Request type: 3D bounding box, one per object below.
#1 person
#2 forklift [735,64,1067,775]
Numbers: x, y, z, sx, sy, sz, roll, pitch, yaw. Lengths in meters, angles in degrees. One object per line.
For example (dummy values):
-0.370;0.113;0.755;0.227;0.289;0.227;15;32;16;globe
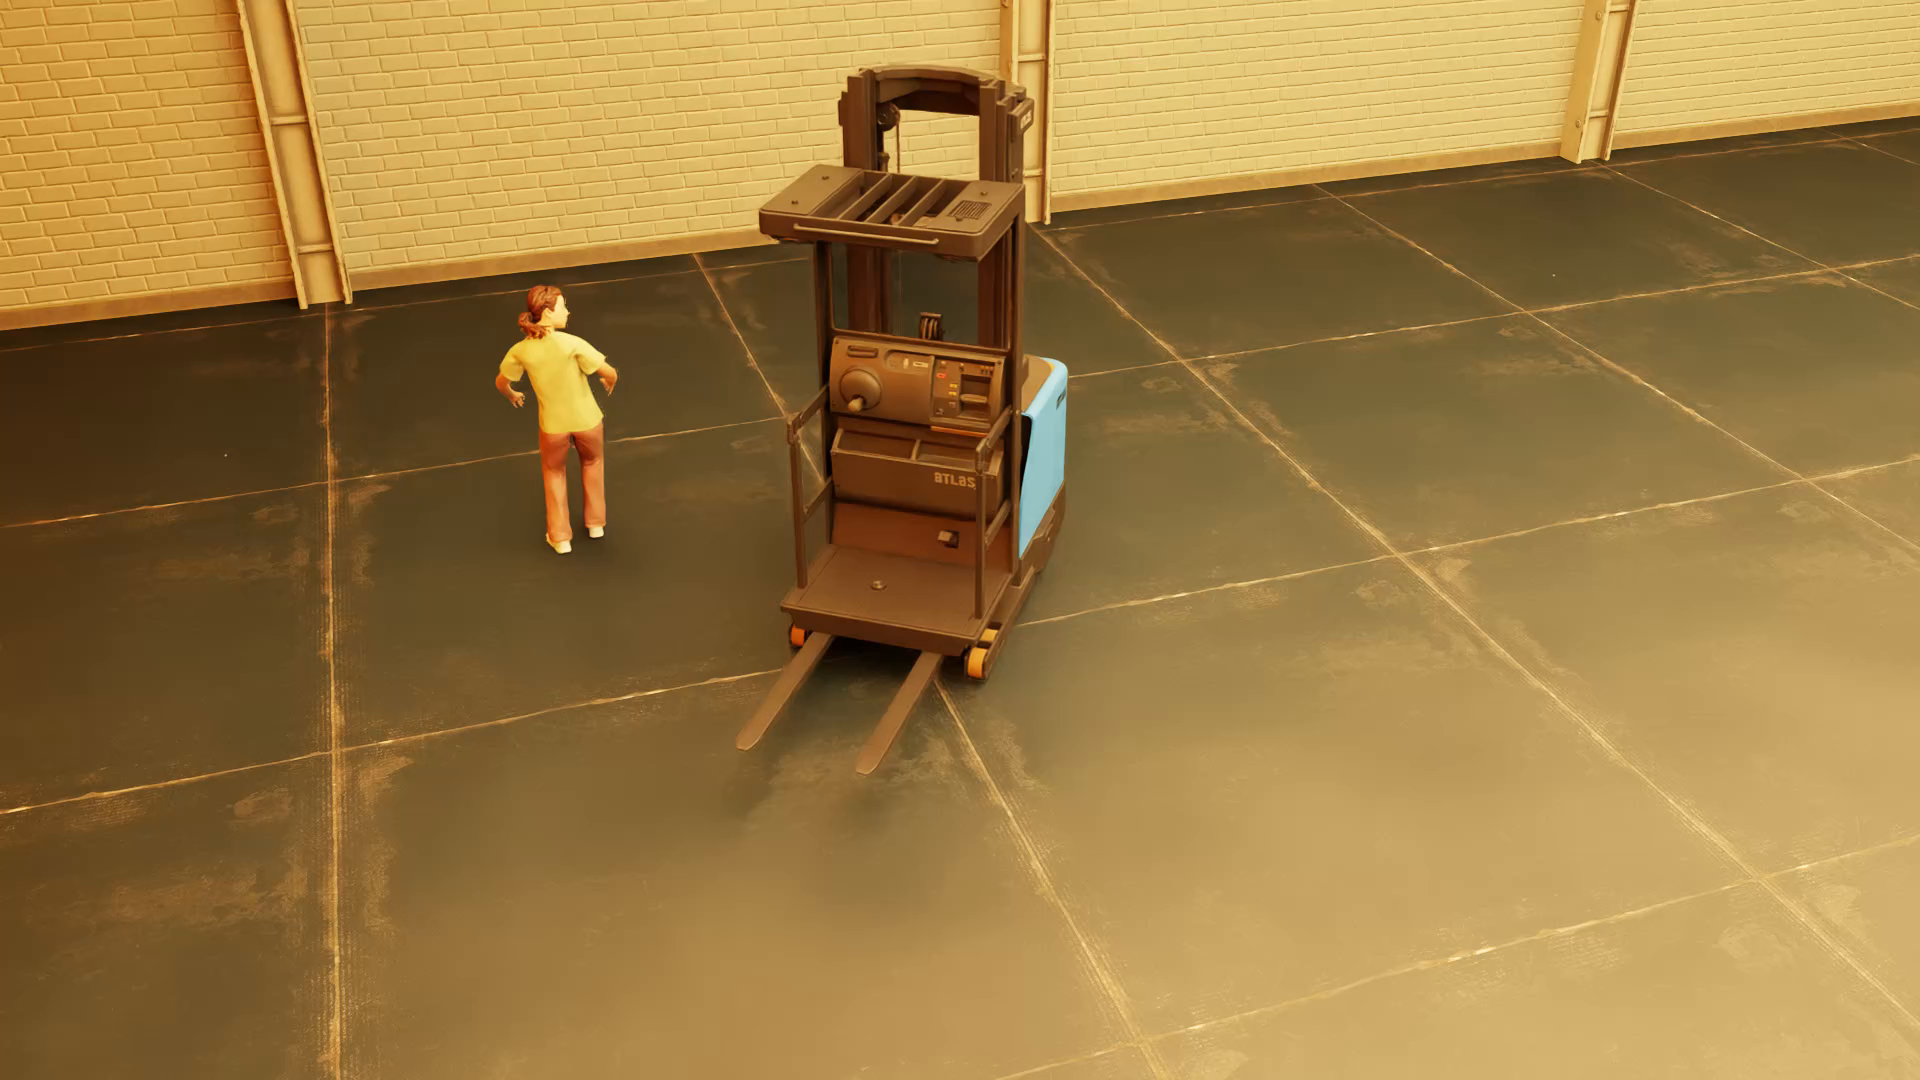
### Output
-2.311;-0.708;9.673;0.692;1.618;0.488;-3;30;-5;person
-0.290;-0.762;8.412;1.130;2.935;3.031;9;31;15;forklift
